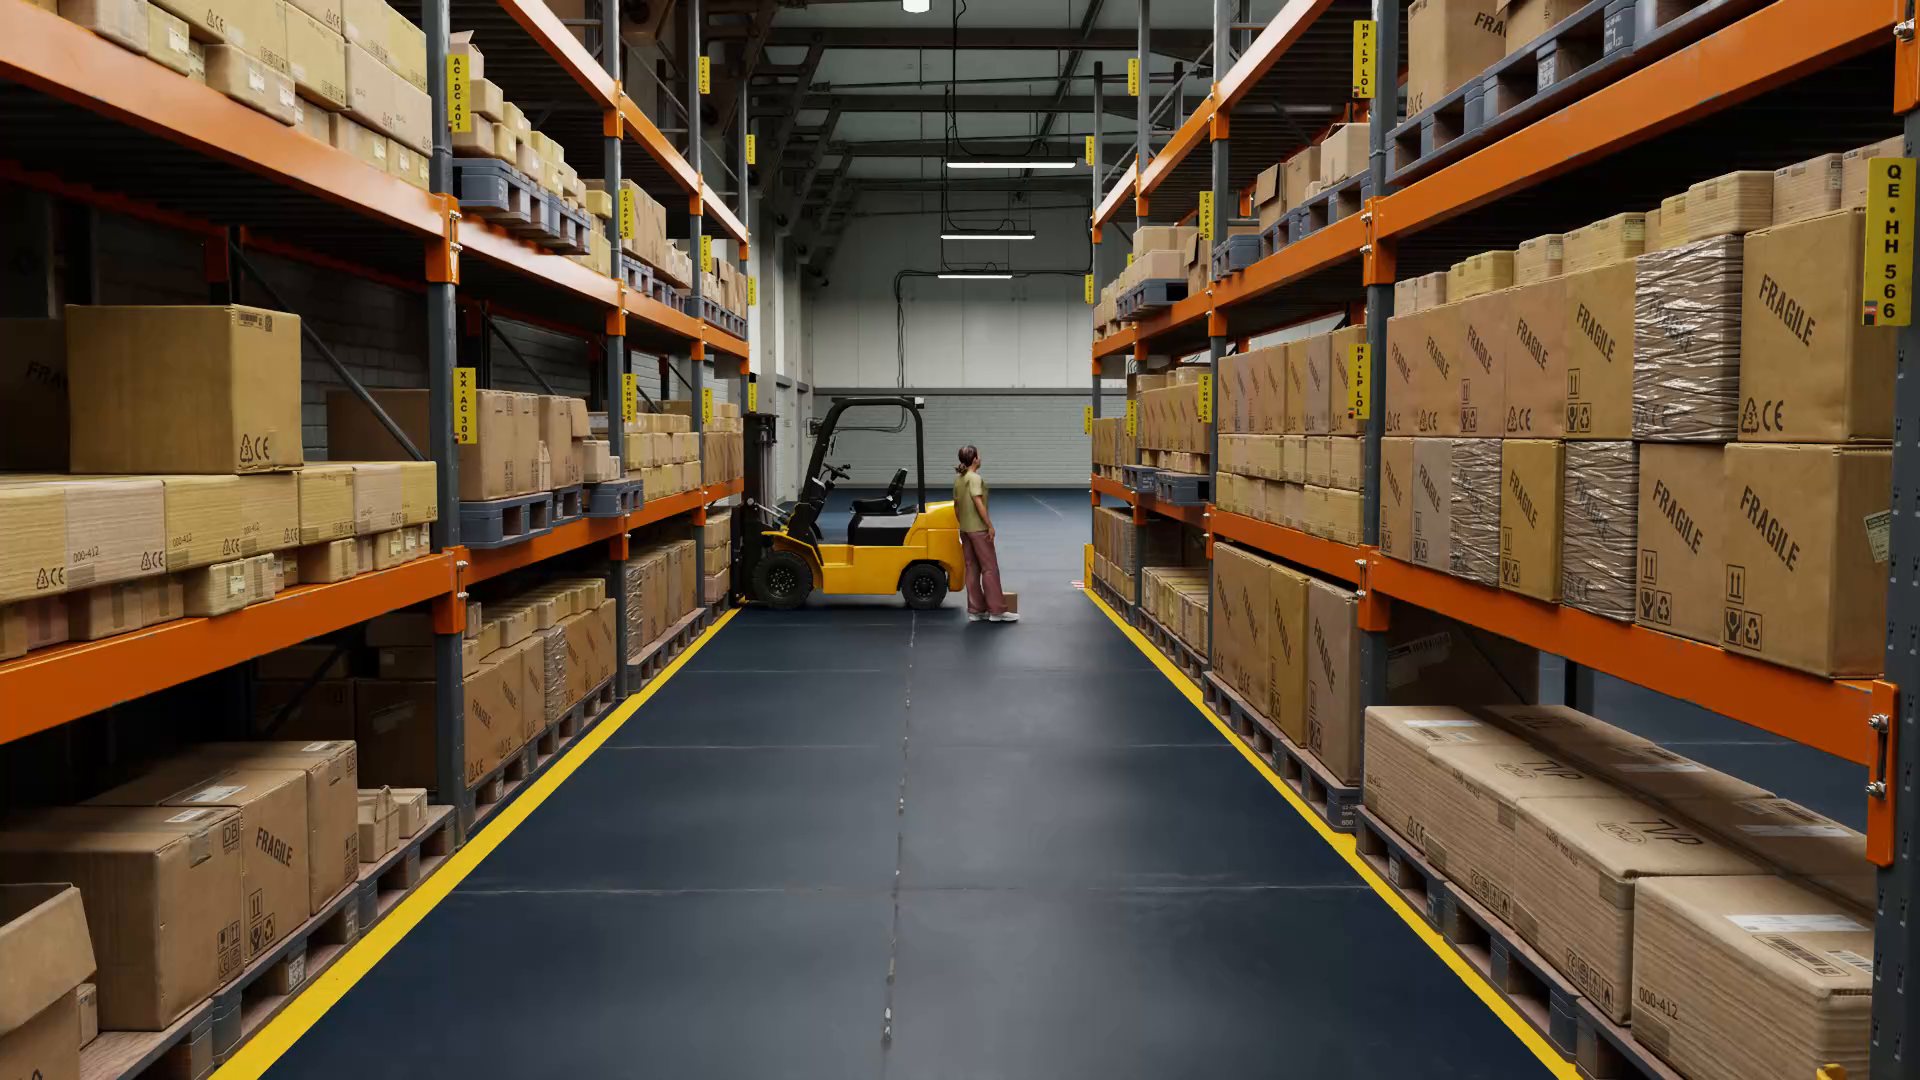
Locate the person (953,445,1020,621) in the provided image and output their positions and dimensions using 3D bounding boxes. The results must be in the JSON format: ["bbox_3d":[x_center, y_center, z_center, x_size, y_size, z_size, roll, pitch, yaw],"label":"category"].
[{"bbox_3d":[0.220,-0.066,15.883,0.534,1.666,0.554,-2,4,-30],"label":"person"}]
